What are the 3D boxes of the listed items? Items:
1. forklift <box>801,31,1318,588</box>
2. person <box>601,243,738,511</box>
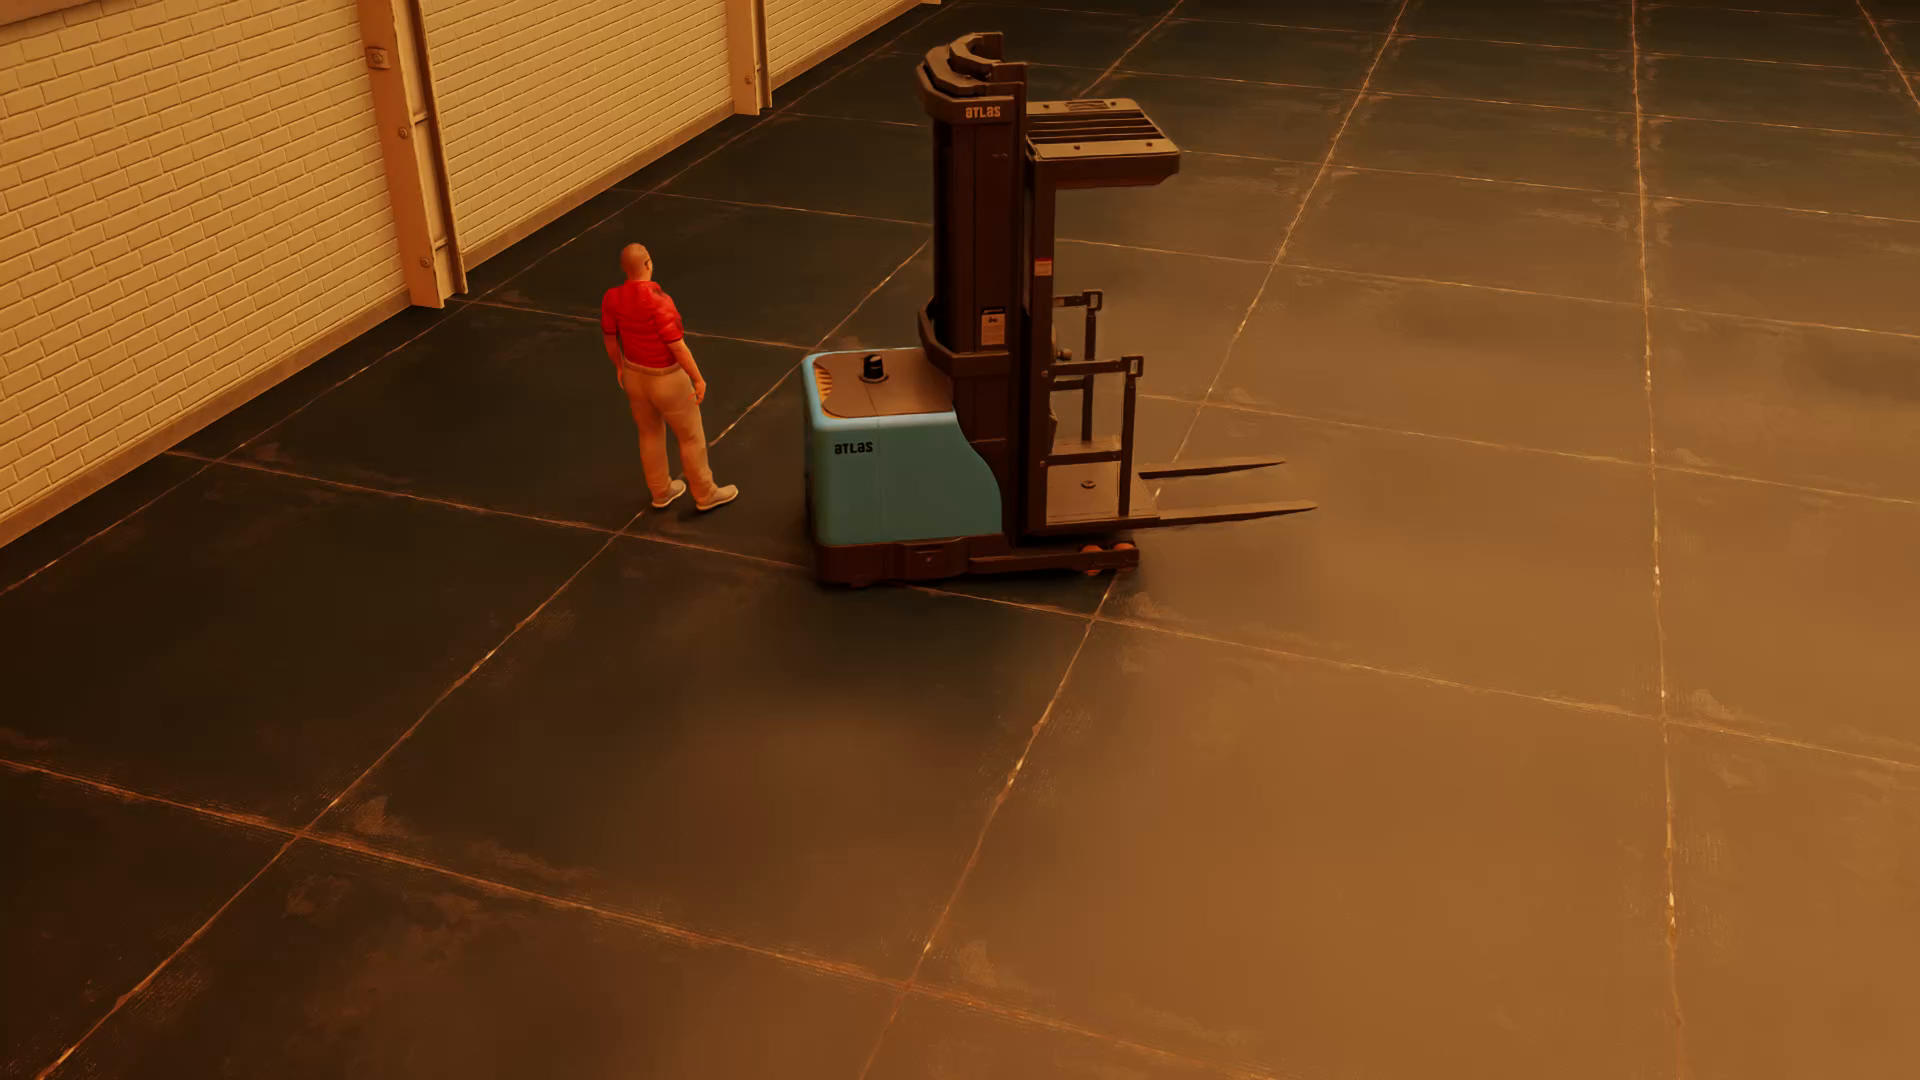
[{"bbox_3d":[0.608,-1.328,9.466,3.031,2.935,1.130,-4,30,-8],"label":"forklift"},{"bbox_3d":[-1.789,-1.000,10.096,0.640,1.730,0.528,14,33,23],"label":"person"}]
